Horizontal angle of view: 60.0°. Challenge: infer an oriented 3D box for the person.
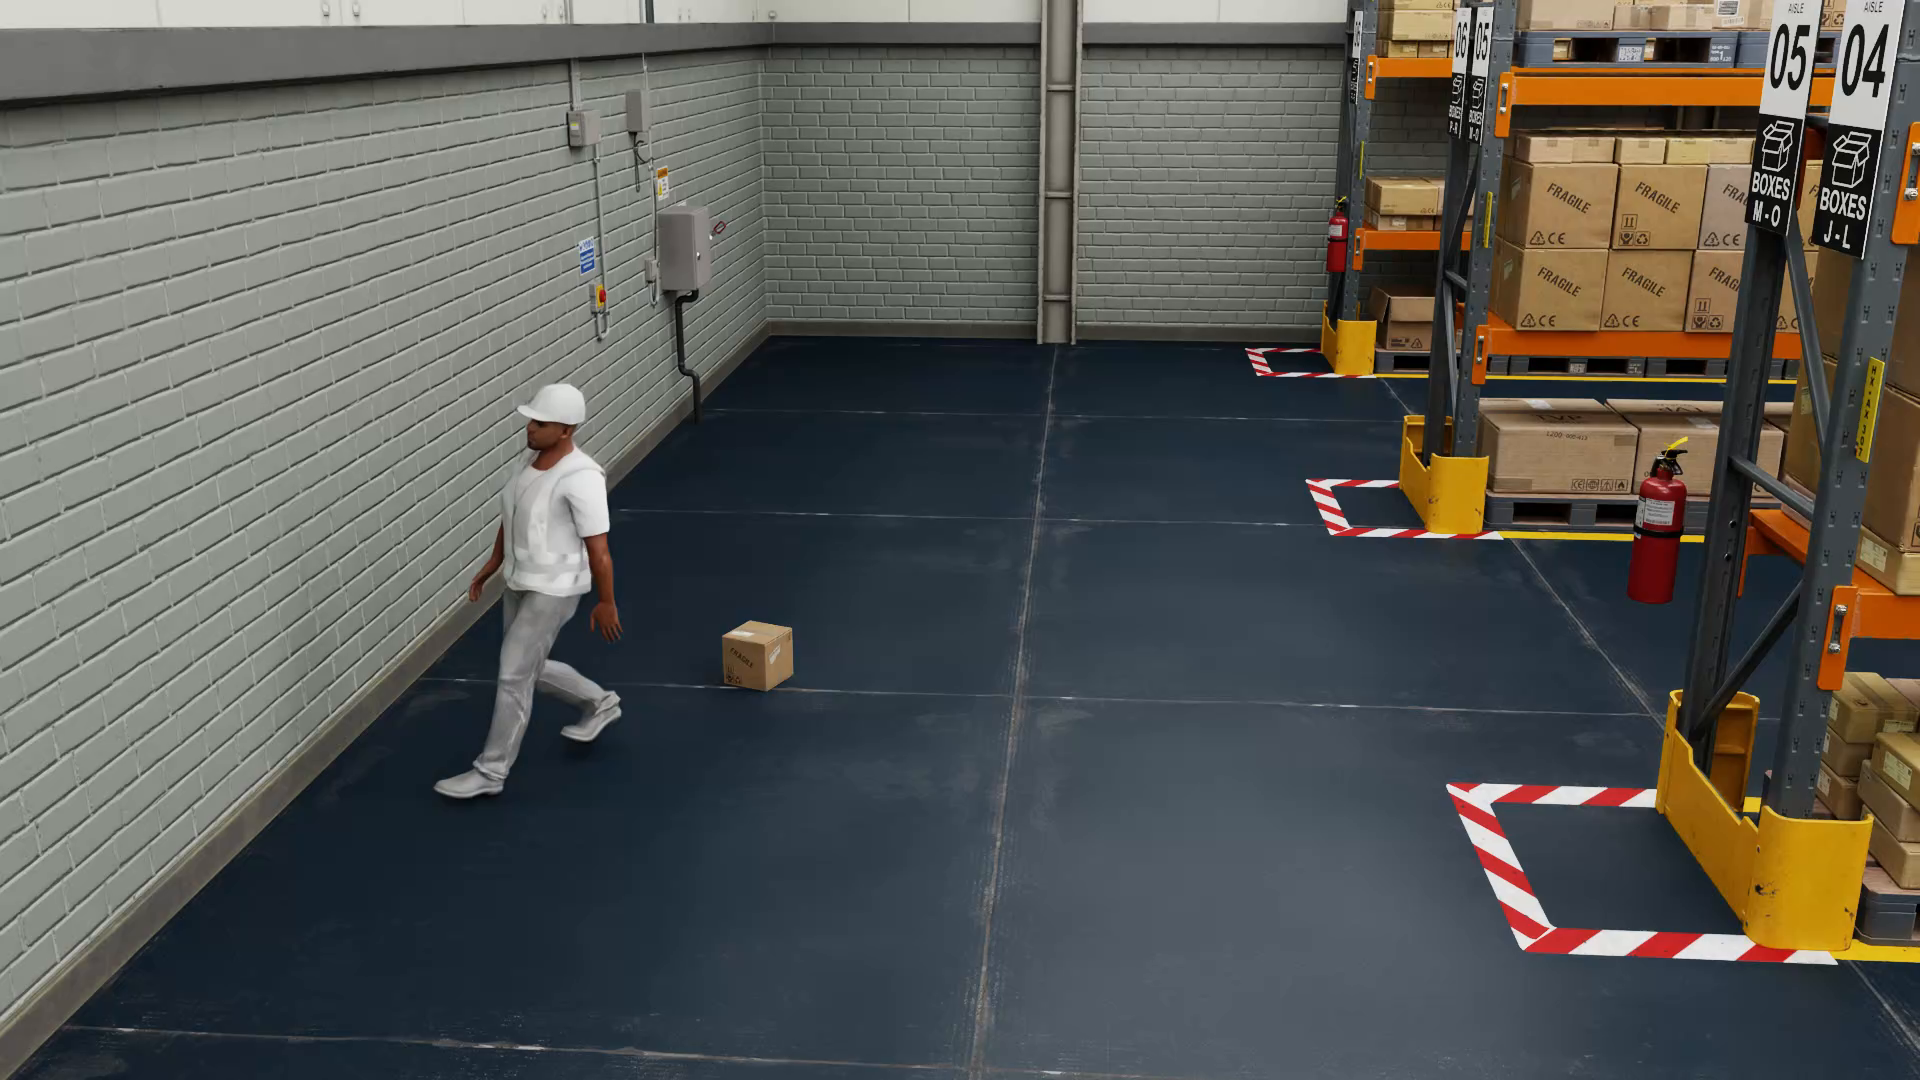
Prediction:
[{"bbox_3d":[-1.854,0.201,6.966,0.933,1.705,0.622,-14,22,-37],"label":"person"}]
